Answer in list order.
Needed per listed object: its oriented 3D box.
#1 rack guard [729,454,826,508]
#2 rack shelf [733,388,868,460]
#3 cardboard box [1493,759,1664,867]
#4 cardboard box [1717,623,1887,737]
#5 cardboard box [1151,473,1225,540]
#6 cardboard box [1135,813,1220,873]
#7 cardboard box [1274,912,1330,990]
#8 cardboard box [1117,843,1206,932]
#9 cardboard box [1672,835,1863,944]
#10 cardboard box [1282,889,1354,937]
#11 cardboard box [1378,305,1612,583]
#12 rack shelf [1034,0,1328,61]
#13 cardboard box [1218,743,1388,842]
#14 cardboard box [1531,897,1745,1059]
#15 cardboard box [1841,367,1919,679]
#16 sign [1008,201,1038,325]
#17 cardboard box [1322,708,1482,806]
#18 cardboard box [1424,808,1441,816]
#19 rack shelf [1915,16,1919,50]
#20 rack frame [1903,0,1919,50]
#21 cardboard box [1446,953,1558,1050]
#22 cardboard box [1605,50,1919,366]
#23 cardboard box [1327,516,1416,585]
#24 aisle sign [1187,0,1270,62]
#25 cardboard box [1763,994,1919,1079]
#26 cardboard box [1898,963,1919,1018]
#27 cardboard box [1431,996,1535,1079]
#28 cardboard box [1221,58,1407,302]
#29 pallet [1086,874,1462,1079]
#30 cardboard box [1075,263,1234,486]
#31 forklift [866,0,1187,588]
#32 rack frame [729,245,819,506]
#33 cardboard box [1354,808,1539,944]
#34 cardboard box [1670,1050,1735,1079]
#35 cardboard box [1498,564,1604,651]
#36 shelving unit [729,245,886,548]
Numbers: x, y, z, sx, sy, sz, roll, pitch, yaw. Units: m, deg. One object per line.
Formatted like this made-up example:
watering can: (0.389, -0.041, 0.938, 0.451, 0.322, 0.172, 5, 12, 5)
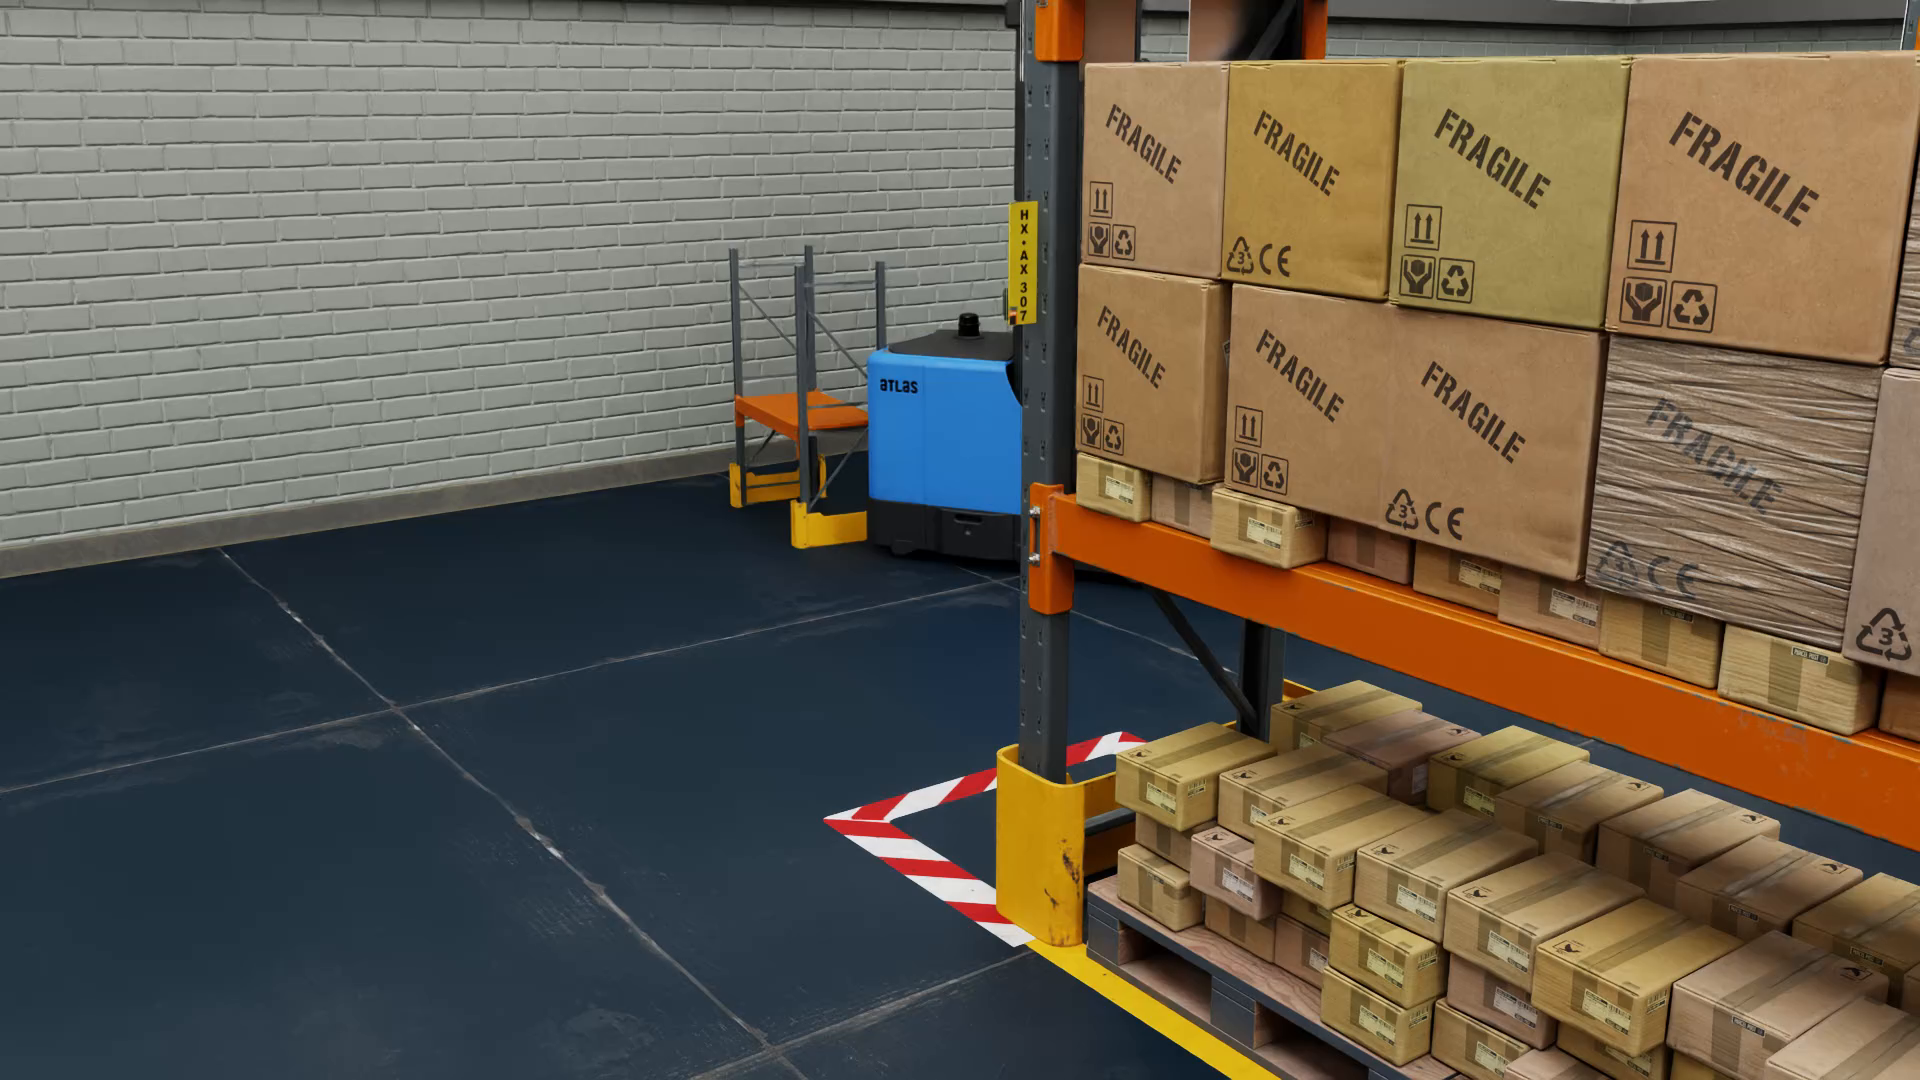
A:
rack guard: (-1.080, -0.353, 9.892, 0.587, 0.250, 0.087, -8, 17, -26)
rack shelf: (-0.852, -0.663, 9.338, 0.538, 0.185, 1.000, -8, 17, -26)
cardboard box: (1.585, 0.713, 4.268, 0.380, 0.149, 0.250, -12, 19, -37)
cardboard box: (1.628, 0.218, 3.073, 0.380, 0.149, 0.250, -10, 18, -33)
cardboard box: (0.719, -0.121, 4.311, 0.380, 0.149, 0.250, -10, 18, -33)
cardboard box: (0.711, 0.771, 4.619, 0.380, 0.149, 0.250, -10, 18, -32)
cardboard box: (1.032, 1.019, 4.275, 0.380, 0.149, 0.250, -11, 19, -34)
cardboard box: (0.660, 0.924, 4.622, 0.380, 0.149, 0.250, -10, 18, -33)
cardboard box: (1.853, 0.835, 3.822, 0.380, 0.149, 0.250, -12, 19, -36)
cardboard box: (1.042, 0.877, 4.233, 0.380, 0.149, 0.250, -11, 19, -34)
cardboard box: (1.265, -0.246, 3.540, 0.500, 0.500, 0.500, -11, 19, -34)
rack shelf: (1.787, -1.083, 3.030, 1.077, 0.370, 4.000, -11, 19, -35)
cardboard box: (0.904, 0.680, 4.386, 0.380, 0.149, 0.250, -10, 18, -34)
cardboard box: (1.434, 0.918, 3.517, 0.380, 0.149, 0.250, -11, 19, -34)
cardboard box: (1.854, -0.024, 2.730, 0.500, 0.500, 0.500, -11, 19, -35)
sign: (0.172, -0.743, 4.470, 0.100, 0.325, 0.005, -11, 19, -35)
cardboard box: (1.229, 0.612, 4.636, 0.380, 0.149, 0.250, -10, 18, -33)
cardboard box: (1.459, 0.798, 4.519, 0.380, 0.149, 0.250, -12, 19, -37)
rack shelf: (5.732, -1.873, 5.917, 1.077, 0.370, 4.000, -11, 19, -35)
rack frame: (4.556, -1.200, 7.778, 1.000, 3.000, 0.127, -11, 19, -35)
cardboard box: (1.338, 0.990, 3.818, 0.380, 0.149, 0.250, -12, 19, -37)
cardboard box: (1.552, -0.617, 3.003, 0.500, 0.500, 0.500, -12, 19, -36)
cardboard box: (1.098, -0.021, 3.946, 0.380, 0.149, 0.250, -10, 18, -32)
aisle sign: (0.811, -1.726, 4.776, 0.394, 0.787, 0.004, -11, 19, -35)
cardboard box: (1.717, 1.027, 3.119, 0.380, 0.149, 0.250, -12, 19, -36)
cardboard box: (2.143, 0.945, 3.419, 0.380, 0.149, 0.250, -12, 19, -37)
cardboard box: (1.320, 1.131, 3.868, 0.380, 0.149, 0.250, -11, 19, -34)
cardboard box: (0.962, -0.840, 3.817, 0.500, 0.500, 0.500, -10, 18, -33)
pallet: (1.105, 1.130, 4.547, 1.003, 0.211, 1.213, -11, 19, -35)
cardboard box: (0.651, -0.463, 4.332, 0.500, 0.500, 0.500, -10, 18, -32)
forklift: (1.071, -1.299, 8.271, 3.031, 2.935, 1.130, 7, 17, 23)
rack frame: (-1.081, -0.956, 9.728, 0.500, 1.500, 0.032, -8, 17, -26)
cardboard box: (1.161, 0.794, 3.970, 0.380, 0.149, 0.250, -12, 19, -37)
cardboard box: (1.682, 1.101, 3.413, 0.380, 0.149, 0.250, -10, 18, -32)
cardboard box: (1.359, 0.098, 3.512, 0.380, 0.149, 0.250, -11, 19, -36)
shelving unit: (-0.857, -0.838, 9.298, 0.587, 1.500, 1.083, -8, 17, -26)
